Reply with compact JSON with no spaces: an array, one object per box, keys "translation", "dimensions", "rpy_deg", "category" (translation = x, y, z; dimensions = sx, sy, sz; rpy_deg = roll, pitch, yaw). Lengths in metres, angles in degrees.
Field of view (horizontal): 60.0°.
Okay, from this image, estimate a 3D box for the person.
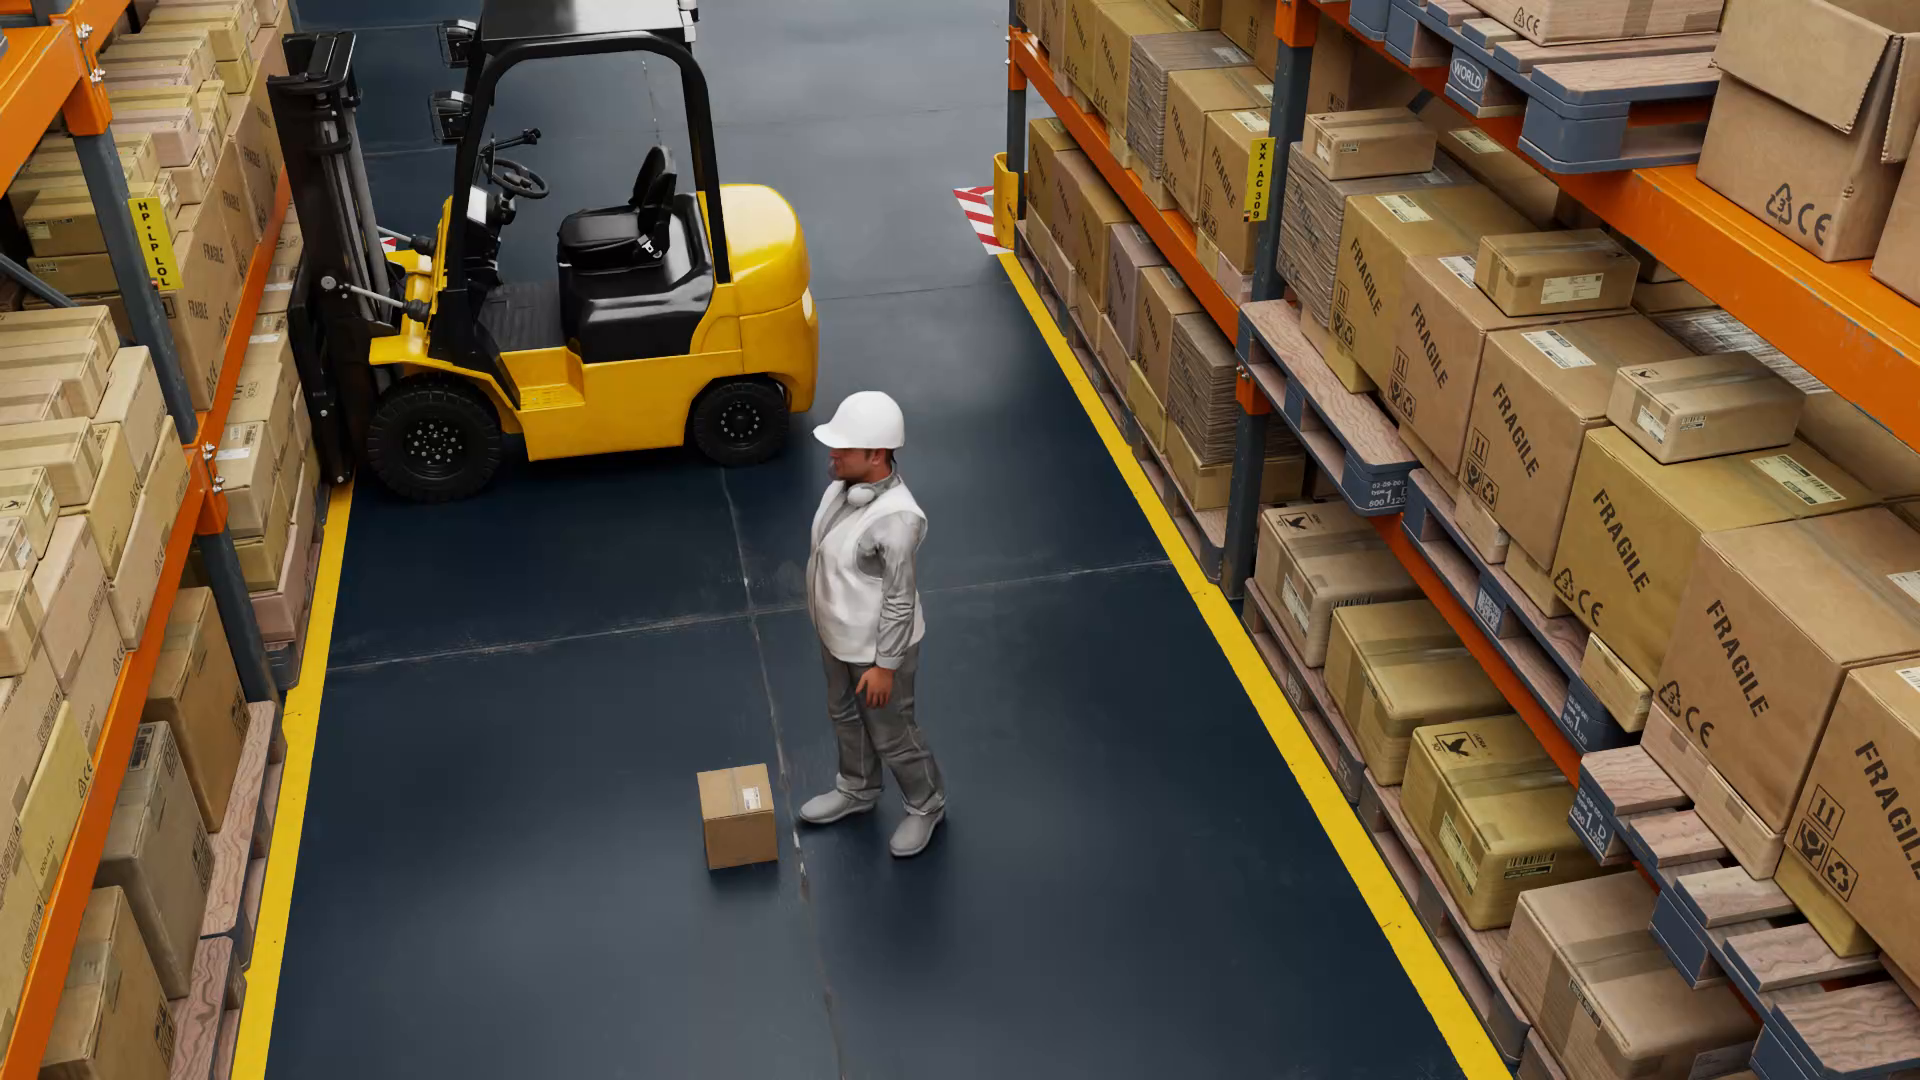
[{"translation":[-0.316,0.306,5.658],"dimensions":[0.505,1.776,0.555],"rpy_deg":[-15,37,-21],"category":"person"}]
